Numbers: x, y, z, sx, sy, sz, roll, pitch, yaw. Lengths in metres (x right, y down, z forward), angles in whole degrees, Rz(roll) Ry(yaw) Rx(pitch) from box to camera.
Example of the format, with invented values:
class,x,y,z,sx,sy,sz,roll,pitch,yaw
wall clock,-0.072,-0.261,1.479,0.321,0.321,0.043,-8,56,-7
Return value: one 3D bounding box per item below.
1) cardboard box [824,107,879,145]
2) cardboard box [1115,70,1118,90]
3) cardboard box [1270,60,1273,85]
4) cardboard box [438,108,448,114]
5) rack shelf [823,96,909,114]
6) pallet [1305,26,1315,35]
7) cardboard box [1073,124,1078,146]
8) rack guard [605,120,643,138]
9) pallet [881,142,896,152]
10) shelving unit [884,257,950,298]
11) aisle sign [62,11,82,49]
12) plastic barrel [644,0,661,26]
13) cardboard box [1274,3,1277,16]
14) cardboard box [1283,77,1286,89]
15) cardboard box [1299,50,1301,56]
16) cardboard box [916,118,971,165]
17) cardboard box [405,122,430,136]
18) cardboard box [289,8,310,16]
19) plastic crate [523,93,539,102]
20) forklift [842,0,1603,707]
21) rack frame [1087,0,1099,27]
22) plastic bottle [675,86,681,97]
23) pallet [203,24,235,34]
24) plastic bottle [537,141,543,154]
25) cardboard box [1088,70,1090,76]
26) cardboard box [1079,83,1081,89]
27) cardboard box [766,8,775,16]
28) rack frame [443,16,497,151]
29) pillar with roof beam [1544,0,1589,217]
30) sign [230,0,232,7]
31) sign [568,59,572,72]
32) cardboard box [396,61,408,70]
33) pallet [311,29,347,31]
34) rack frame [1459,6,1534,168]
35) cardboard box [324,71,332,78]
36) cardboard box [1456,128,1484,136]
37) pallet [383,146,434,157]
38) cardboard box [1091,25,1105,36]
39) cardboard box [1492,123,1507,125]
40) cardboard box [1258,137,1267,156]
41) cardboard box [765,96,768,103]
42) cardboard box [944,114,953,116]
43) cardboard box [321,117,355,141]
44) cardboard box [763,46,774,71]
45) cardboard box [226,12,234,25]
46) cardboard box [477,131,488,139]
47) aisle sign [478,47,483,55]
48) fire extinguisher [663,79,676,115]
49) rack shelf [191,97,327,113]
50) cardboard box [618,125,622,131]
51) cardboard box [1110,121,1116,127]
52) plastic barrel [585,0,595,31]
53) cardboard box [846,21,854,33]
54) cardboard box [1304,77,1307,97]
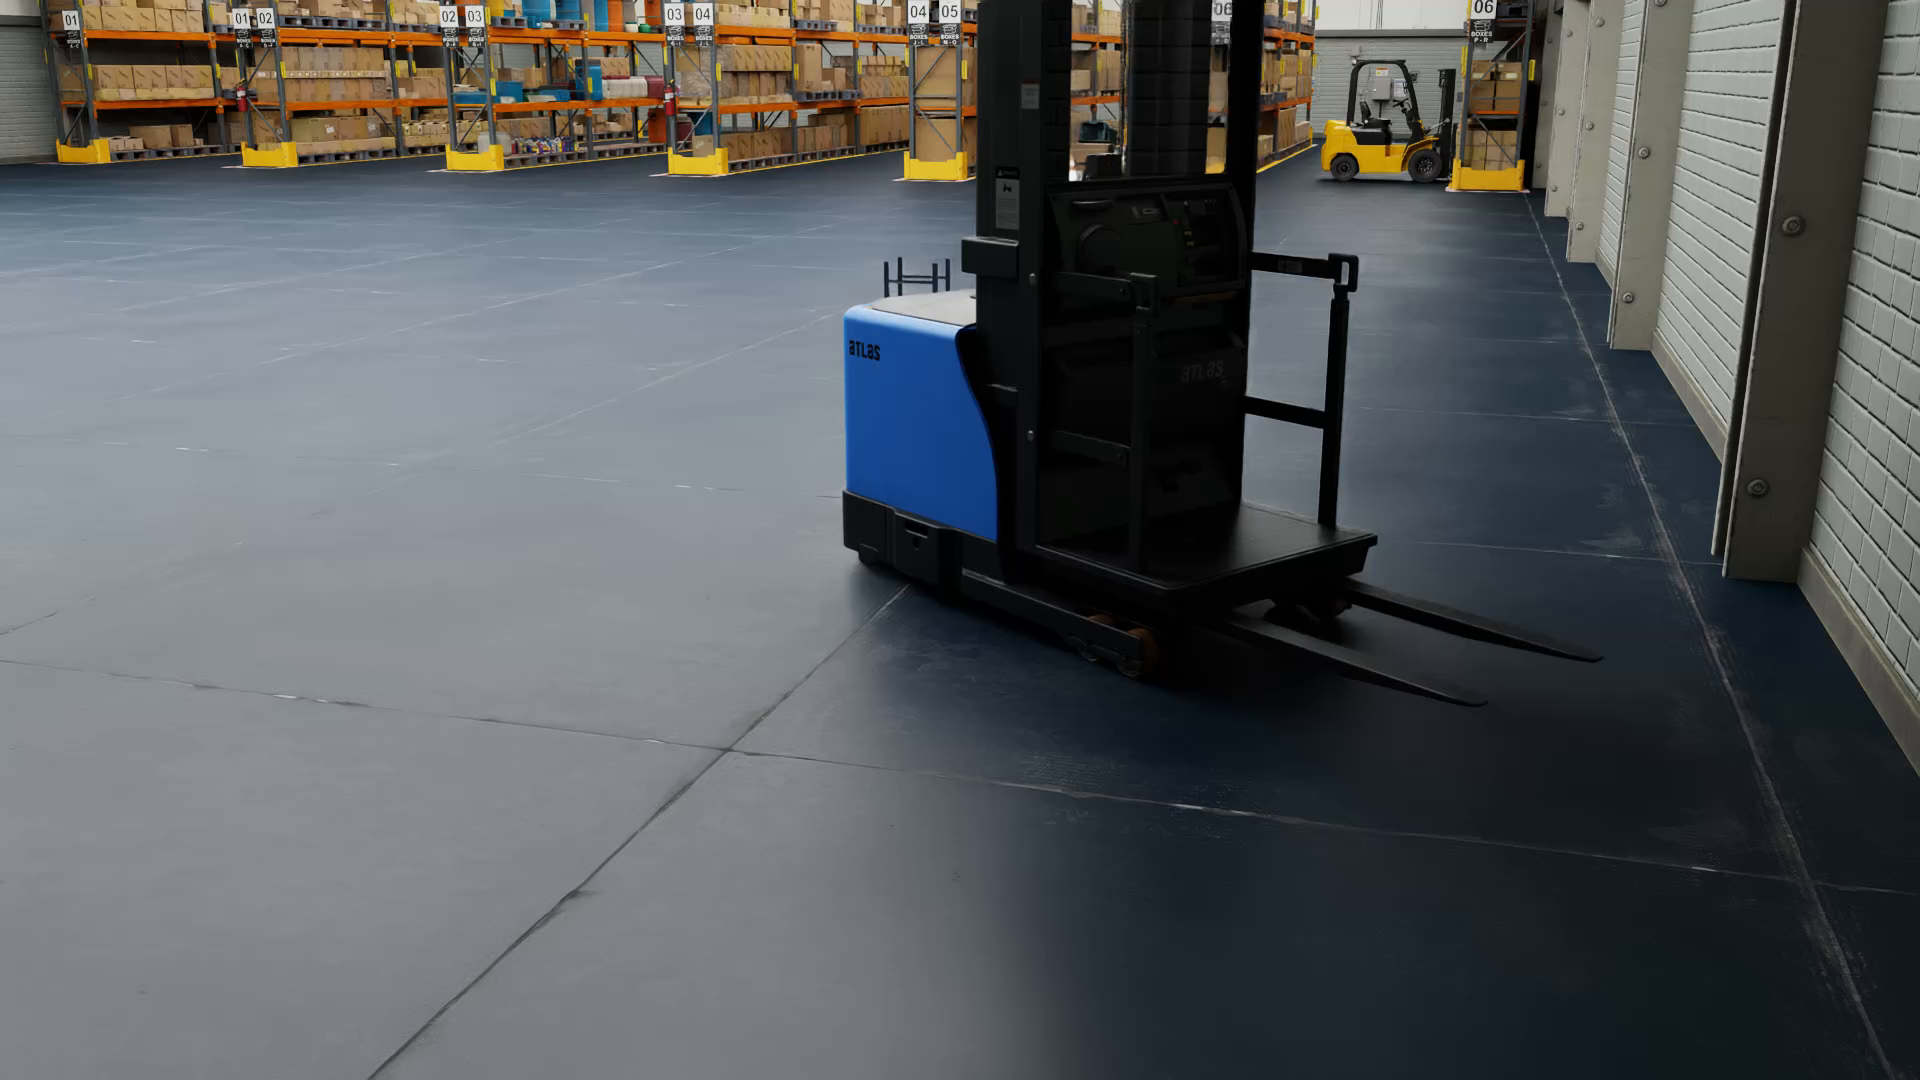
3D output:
class,x,y,z,sx,sy,sz,roll,pitch,yaw
cardboard box,-2.690,-10.101,40.569,1.225,0.875,0.875,4,16,13
cardboard box,3.927,-12.210,44.153,0.500,0.500,0.500,5,16,16
cardboard box,6.298,-9.816,34.941,0.500,0.500,0.500,4,16,14
cardboard box,-15.285,-12.652,49.063,0.380,0.149,0.250,4,16,14
rack shelf,-2.338,-10.920,41.649,1.077,0.370,4.000,5,16,16
pallet,8.668,-13.272,43.291,1.003,0.211,1.213,5,16,16
cardboard box,2.547,-9.763,40.062,0.500,0.500,0.500,4,16,14
rack guard,-10.151,-12.382,50.068,1.175,0.500,0.348,5,16,16
pallet,-2.261,-9.919,41.915,1.003,0.211,1.213,5,16,16
shelving unit,-0.184,-0.635,7.366,0.258,1.200,0.189,4,16,16
aisle sign,-19.159,-11.010,35.886,0.394,0.787,0.004,5,16,16
plastic barrel,-7.490,-13.126,41.058,0.600,0.830,0.708,5,16,16
cardboard box,6.152,-10.755,33.758,0.500,0.250,0.500,4,16,15
cardboard box,7.124,-10.391,37.825,0.500,0.250,0.500,5,17,17
cardboard box,8.290,-12.123,41.368,0.380,0.149,0.250,5,16,15
cardboard box,-0.323,-7.601,31.754,0.875,0.875,0.875,5,17,16
cardboard box,-13.036,-9.833,39.743,0.500,0.311,0.500,4,16,15
cardboard box,-14.173,-11.304,35.624,0.380,0.149,0.250,5,16,16
plastic crate,-9.448,-9.645,36.224,0.450,0.188,0.662,5,16,16
forklift,0.819,-1.095,5.819,1.130,2.935,3.031,-12,20,-37
rack frame,2.958,-14.264,41.127,1.000,3.000,0.127,5,16,16
plastic bottle,-7.090,-11.276,41.814,0.152,0.276,0.135,5,16,16
pallet,-18.012,-12.354,40.236,1.213,0.211,1.003,5,16,16
plastic bottle,-9.032,-8.446,35.782,0.061,0.283,0.133,5,17,17
cardboard box,3.031,-11.625,41.418,0.380,0.149,0.250,5,17,18
cardboard box,2.744,-11.068,40.544,0.380,0.149,0.250,4,16,13
cardboard box,-4.064,-10.942,34.456,0.380,0.149,0.250,4,16,14
rack frame,-9.928,-9.033,33.681,1.000,3.000,0.127,5,16,16
pillar with roof beam,4.312,-9.259,23.484,9.100,9.000,0.400,5,16,16
sign,-15.192,-11.295,34.680,0.100,0.325,0.005,5,16,16
sign,-10.733,-13.073,45.801,0.100,0.325,0.005,5,16,16
cardboard box,-15.904,-13.361,46.798,0.500,0.250,0.500,5,17,17
pallet,-17.021,-13.420,43.993,1.213,0.211,1.003,5,17,18
rack frame,9.082,-7.497,28.264,1.000,3.000,0.127,5,16,16
cardboard box,-13.994,-10.202,36.428,0.380,0.149,0.250,4,16,15
cardboard box,9.187,-7.269,29.896,0.500,0.250,0.500,5,17,17
pallet,-13.367,-9.319,39.799,1.003,0.211,1.213,5,16,16
cardboard box,3.342,-12.849,41.912,0.500,0.250,0.500,5,17,19
cardboard box,11.803,-9.014,36.234,0.380,0.149,0.250,6,17,19
cardboard box,6.002,-8.373,35.398,0.950,0.372,0.625,5,17,18
cardboard box,-4.225,-9.173,34.632,0.380,0.149,0.250,5,16,16
cardboard box,-0.738,-11.842,46.705,0.875,0.875,0.875,5,16,16
cardboard box,-13.882,-9.174,37.071,0.500,0.500,0.500,5,16,16
cardboard box,-4.190,-9.967,34.413,0.500,0.500,0.500,5,16,16
cardboard box,-17.883,-12.748,40.675,0.500,0.311,0.500,5,17,18
cardboard box,-12.318,-10.234,42.184,0.500,0.250,0.500,5,17,17
aisle sign,-14.572,-15.234,50.777,0.394,0.787,0.004,5,16,16
fire extinguisher,-5.654,-8.618,32.358,0.296,0.674,0.183,5,16,16
rack shelf,-17.722,-11.025,42.022,1.077,0.370,4.000,5,16,16
cardboard box,-10.249,-12.193,49.205,0.380,0.166,0.250,5,16,16
cardboard box,3.951,-11.107,44.354,0.380,0.149,0.250,5,17,18
plastic barrel,-8.669,-12.085,38.024,0.600,0.901,0.600,0,16,0
cardboard box,-2.806,-11.970,38.811,0.500,0.250,0.500,5,16,16
cardboard box,8.558,-11.567,42.429,0.500,0.500,0.500,5,17,18
